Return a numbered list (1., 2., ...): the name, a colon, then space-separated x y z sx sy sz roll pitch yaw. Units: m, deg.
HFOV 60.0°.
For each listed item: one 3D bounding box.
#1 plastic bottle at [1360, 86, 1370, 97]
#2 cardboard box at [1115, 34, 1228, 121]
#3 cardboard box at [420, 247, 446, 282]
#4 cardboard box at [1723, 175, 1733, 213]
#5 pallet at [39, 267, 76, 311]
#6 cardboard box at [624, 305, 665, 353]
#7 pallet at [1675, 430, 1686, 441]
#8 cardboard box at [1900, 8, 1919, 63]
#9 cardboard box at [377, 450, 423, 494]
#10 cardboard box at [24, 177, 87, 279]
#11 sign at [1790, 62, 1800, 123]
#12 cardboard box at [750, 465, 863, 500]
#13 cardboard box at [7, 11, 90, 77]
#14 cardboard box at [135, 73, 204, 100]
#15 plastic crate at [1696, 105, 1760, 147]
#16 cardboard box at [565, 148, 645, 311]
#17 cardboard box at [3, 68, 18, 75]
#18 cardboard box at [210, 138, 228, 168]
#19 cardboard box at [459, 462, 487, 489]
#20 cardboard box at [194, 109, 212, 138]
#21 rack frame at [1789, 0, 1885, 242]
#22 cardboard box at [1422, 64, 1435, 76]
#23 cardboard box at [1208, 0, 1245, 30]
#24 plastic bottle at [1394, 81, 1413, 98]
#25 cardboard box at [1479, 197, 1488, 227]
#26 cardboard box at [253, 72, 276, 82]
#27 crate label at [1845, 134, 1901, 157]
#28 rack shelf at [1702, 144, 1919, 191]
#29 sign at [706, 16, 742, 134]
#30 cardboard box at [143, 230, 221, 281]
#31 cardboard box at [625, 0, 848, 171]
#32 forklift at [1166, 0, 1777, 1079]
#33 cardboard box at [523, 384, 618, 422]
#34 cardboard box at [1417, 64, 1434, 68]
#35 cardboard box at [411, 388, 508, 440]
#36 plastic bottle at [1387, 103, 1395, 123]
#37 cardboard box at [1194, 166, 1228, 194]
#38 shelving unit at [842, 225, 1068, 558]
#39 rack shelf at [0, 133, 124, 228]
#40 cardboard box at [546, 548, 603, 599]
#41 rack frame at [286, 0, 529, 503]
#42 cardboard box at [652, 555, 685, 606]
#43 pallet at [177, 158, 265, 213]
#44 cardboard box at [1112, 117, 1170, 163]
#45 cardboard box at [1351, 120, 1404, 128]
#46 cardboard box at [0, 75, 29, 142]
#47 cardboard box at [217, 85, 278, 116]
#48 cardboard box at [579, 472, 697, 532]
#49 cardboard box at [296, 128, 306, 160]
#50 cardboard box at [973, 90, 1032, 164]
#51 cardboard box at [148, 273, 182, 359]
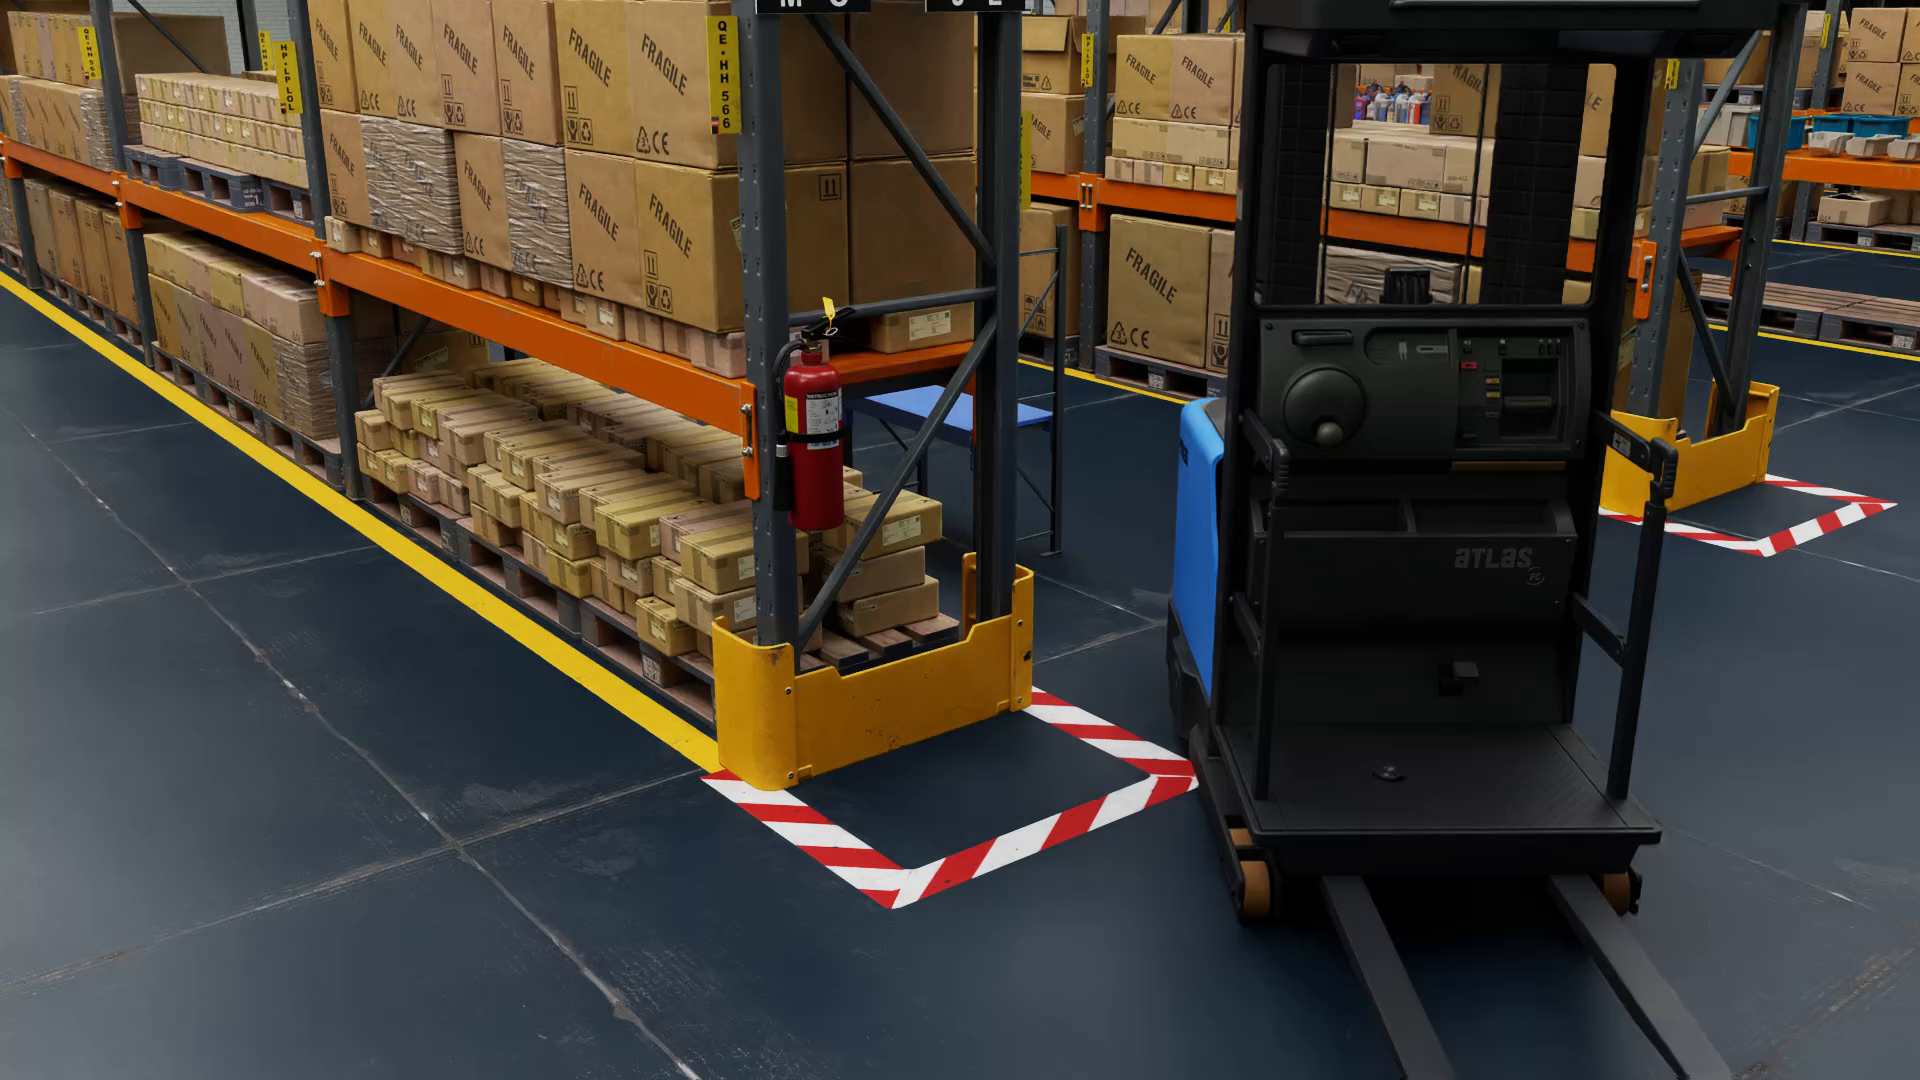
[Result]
1. plastic bottle: 3.932 -4.265 16.155 0.061 0.283 0.133 -14 23 -36
2. cardboard box: 1.335 -2.924 10.493 0.500 0.500 0.500 -14 23 -36
3. cardboard box: -2.099 -1.222 7.181 0.380 0.149 0.250 -13 23 -35
4. cardboard box: 8.174 -3.810 17.872 0.500 0.500 0.500 -14 23 -36
5. pallet: -7.142 -2.195 14.155 1.003 0.211 1.213 -14 23 -36
6. cardboard box: -0.946 -0.770 5.817 0.380 0.149 0.250 -14 23 -37
7. pallet: 3.164 -0.538 9.152 1.003 0.211 1.213 -14 23 -36
8. cardboard box: 9.398 -4.822 15.904 0.500 0.500 0.500 -15 23 -38
9. cardboard box: -2.574 -0.351 8.017 0.380 0.149 0.250 -13 22 -35
10. cardboard box: -7.224 -2.690 14.125 1.050 0.750 0.750 -14 23 -36
11. sign: 4.160 -2.236 8.339 0.100 0.325 0.005 -14 23 -36
12. cardboard box: -0.610 -0.192 6.592 0.380 0.149 0.250 -14 23 -36
13. cardboard box: -7.367 -4.095 13.707 0.700 0.500 0.500 -14 23 -37
14. cardboard box: -5.059 -2.918 10.688 0.380 0.149 0.250 -14 23 -36
15. plastic crate: 5.924 -3.192 12.825 0.437 0.282 0.530 -14 23 -36
16. cardboard box: -1.026 -1.114 5.823 0.500 0.500 0.500 -14 23 -37
17. cardboard box: -7.919 -3.854 14.490 0.875 0.550 0.550 -14 23 -36
18. cardboard box: -4.092 -2.248 9.611 0.380 0.149 0.250 -15 23 -38
19. cardboard box: -2.014 -0.321 7.453 0.380 0.149 0.250 -13 22 -34
20. cardboard box: -4.253 -2.454 9.761 0.380 0.149 0.250 -14 23 -37
21. rack frame: 9.006 -4.598 16.977 1.000 3.000 0.127 -14 23 -36
22. cardboard box: 6.119 -5.800 20.748 0.500 0.311 0.500 -14 23 -37
23. cardboard box: 3.758 -7.341 23.037 0.700 0.500 0.500 -14 23 -36
24. plastic bottle: 4.196 -4.171 15.765 0.144 0.351 0.185 -14 23 -36
25. cardboard box: 2.924 -1.710 8.656 0.380 0.149 0.250 -14 23 -36
26. cardboard box: -4.379 -2.977 10.867 0.380 0.149 0.250 -14 23 -37
27. crate label: 6.595 -2.854 12.033 0.396 0.136 0.243 -14 23 -36
28. rack shelf: 6.362 -2.798 12.685 1.077 0.370 4.000 -14 23 -36
29. sign: -0.677 -1.333 4.772 0.100 0.325 0.005 -14 23 -36
30. cardboard box: -4.958 -1.860 10.823 0.500 0.250 0.500 -15 24 -39
31. cardboard box: -0.709 -1.465 5.291 0.500 0.500 0.500 -15 23 -37
32. forklift: 1.315 -0.428 4.492 1.130 2.935 3.031 0 18 -1
33. cardboard box: -1.838 -0.620 7.883 0.380 0.149 0.250 -13 22 -34
34. cardboard box: 7.388 -7.533 26.047 0.500 0.250 0.500 -14 23 -36
35. cardboard box: -2.341 -0.594 7.804 0.380 0.149 0.250 -14 23 -37
36. plastic bottle: 3.905 -3.843 15.012 0.097 0.201 0.097 0 18 0
37. cardboard box: 1.653 -2.215 10.179 0.380 0.149 0.250 -15 23 -38
38. shelving unit: -0.053 -0.733 7.690 0.538 1.500 1.048 -14 23 -36
39. rack shelf: -6.438 -2.860 12.871 1.077 0.370 4.000 -14 23 -36
40. cardboard box: -1.426 0.094 6.675 0.380 0.149 0.250 -15 24 -38
41. rack frame: -2.713 -1.723 8.293 1.000 3.000 0.127 -14 23 -36
42. cardboard box: -0.901 0.127 6.102 0.380 0.149 0.250 -15 23 -37
43. pallet: -3.935 -2.137 9.851 1.003 0.211 1.213 -14 23 -36
44. cardboard box: 1.324 -2.569 10.614 0.500 0.250 0.500 -14 23 -37
45. cardboard box: 2.358 -2.425 10.181 0.500 0.250 0.500 -13 23 -35
46. cardboard box: -7.565 -3.559 13.680 0.500 0.500 0.500 -14 23 -36
47. cardboard box: -3.924 -2.467 9.327 0.380 0.149 0.250 -15 24 -39
48. cardboard box: -1.239 -0.135 6.418 0.380 0.149 0.250 -15 24 -38
49. cardboard box: -3.115 -2.003 8.399 0.380 0.149 0.250 -13 22 -34
50. cardboard box: 0.432 -2.898 11.685 0.500 0.500 0.500 -13 22 -34
51. cardboard box: -4.957 -1.497 10.920 0.500 0.500 0.500 -15 24 -38
